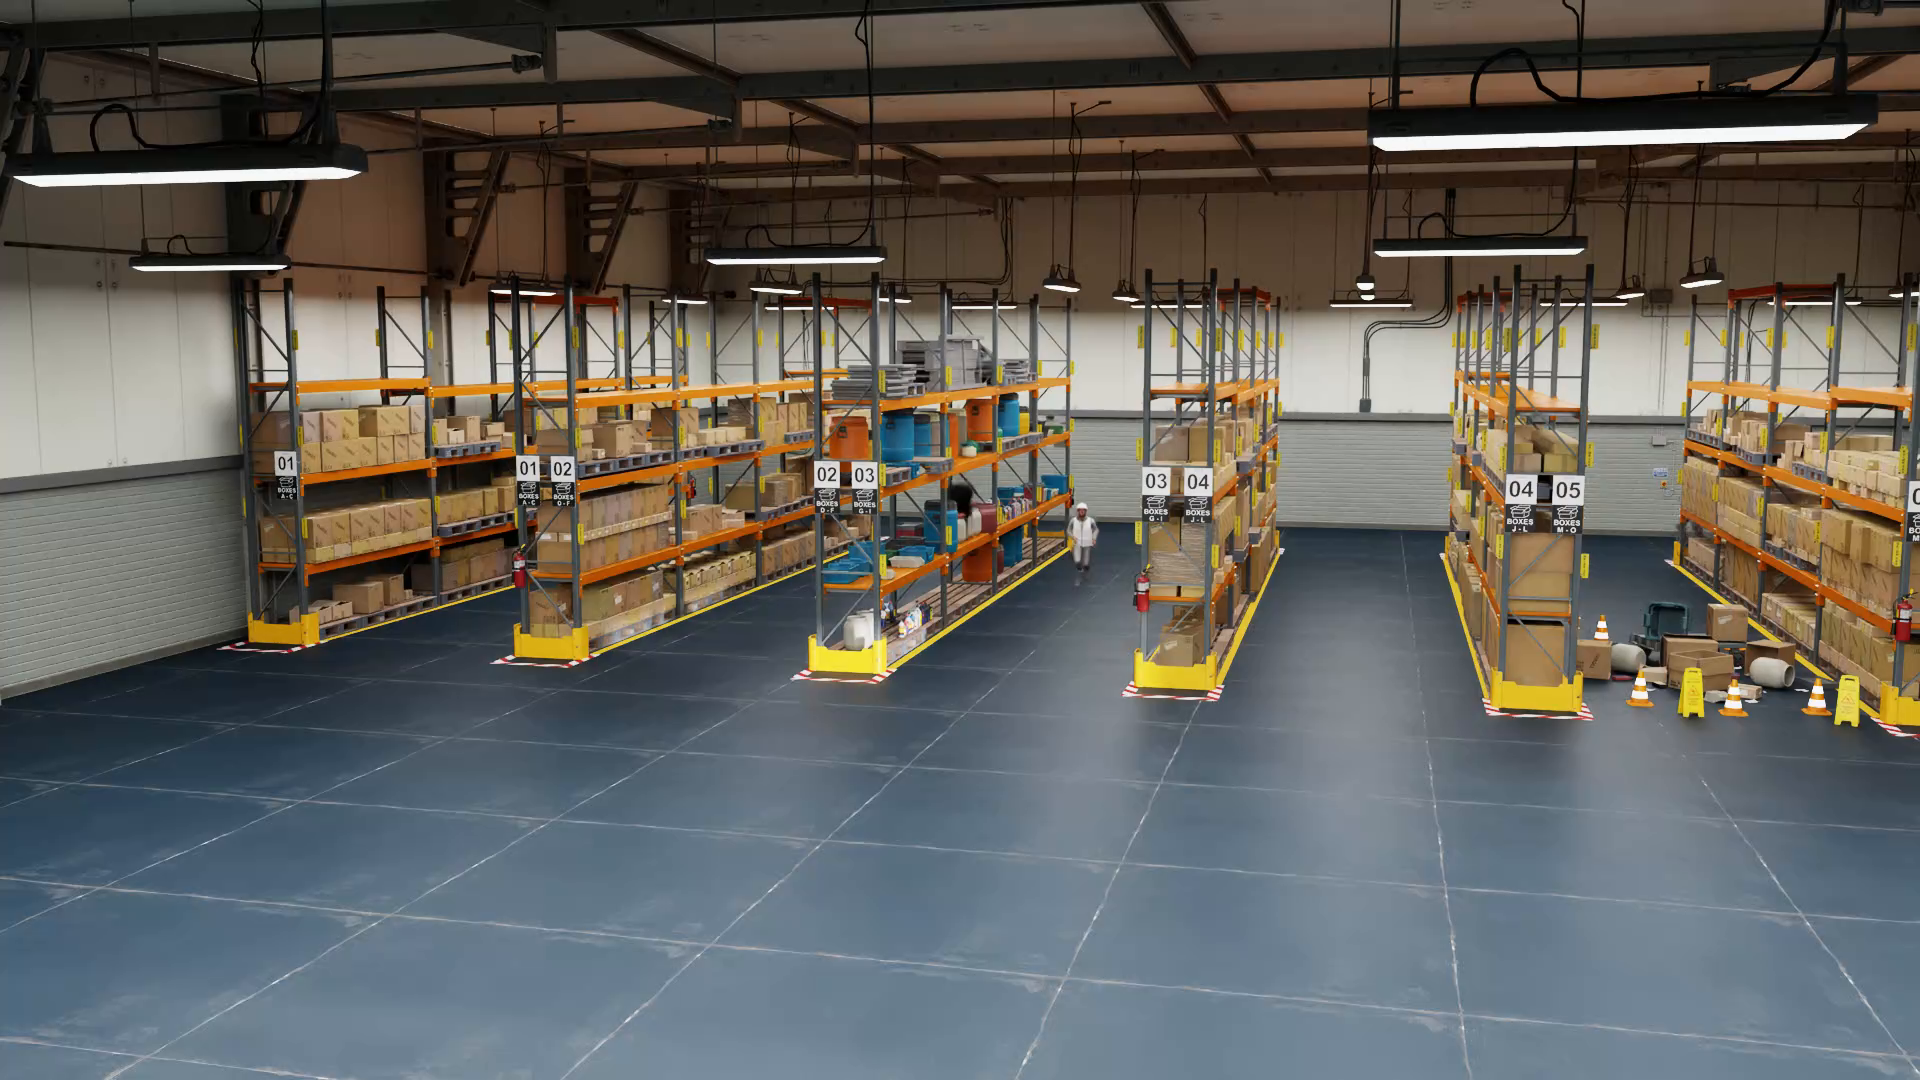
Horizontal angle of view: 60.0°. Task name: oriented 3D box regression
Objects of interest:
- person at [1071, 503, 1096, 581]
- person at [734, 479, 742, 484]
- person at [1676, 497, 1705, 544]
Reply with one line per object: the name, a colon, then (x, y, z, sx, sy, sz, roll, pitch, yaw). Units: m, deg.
person: (2.508, 0.054, 33.741, 0.528, 1.627, 0.630, 1, 7, 6)
person: (-5.130, -0.508, 38.509, 0.705, 1.802, 1.047, 2, 7, 15)
person: (17.524, -0.620, 39.833, 0.762, 1.784, 0.625, -1, 7, -8)
